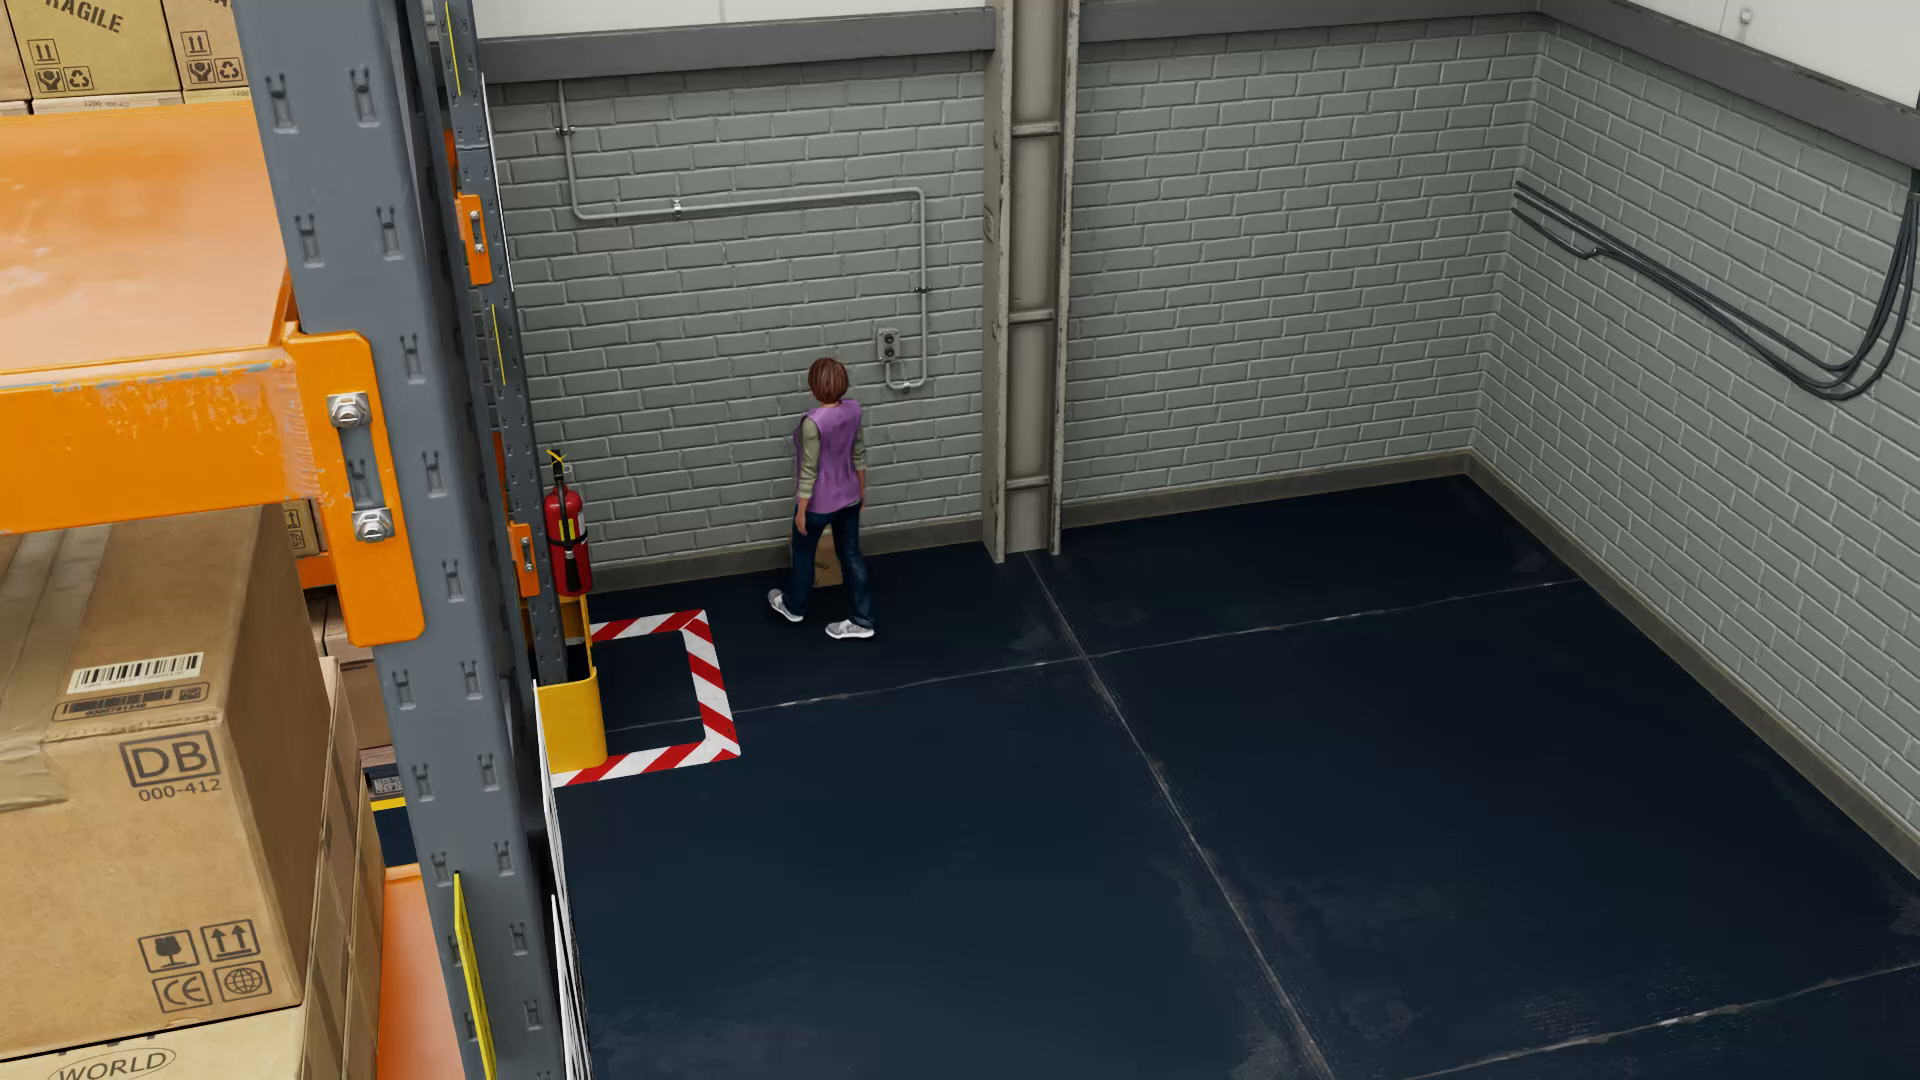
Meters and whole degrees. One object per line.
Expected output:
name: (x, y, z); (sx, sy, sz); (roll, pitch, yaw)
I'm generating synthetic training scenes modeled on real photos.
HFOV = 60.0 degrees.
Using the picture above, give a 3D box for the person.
person: (-0.741, -0.236, 8.624); (0.445, 1.590, 0.678); (-27, 40, -37)
